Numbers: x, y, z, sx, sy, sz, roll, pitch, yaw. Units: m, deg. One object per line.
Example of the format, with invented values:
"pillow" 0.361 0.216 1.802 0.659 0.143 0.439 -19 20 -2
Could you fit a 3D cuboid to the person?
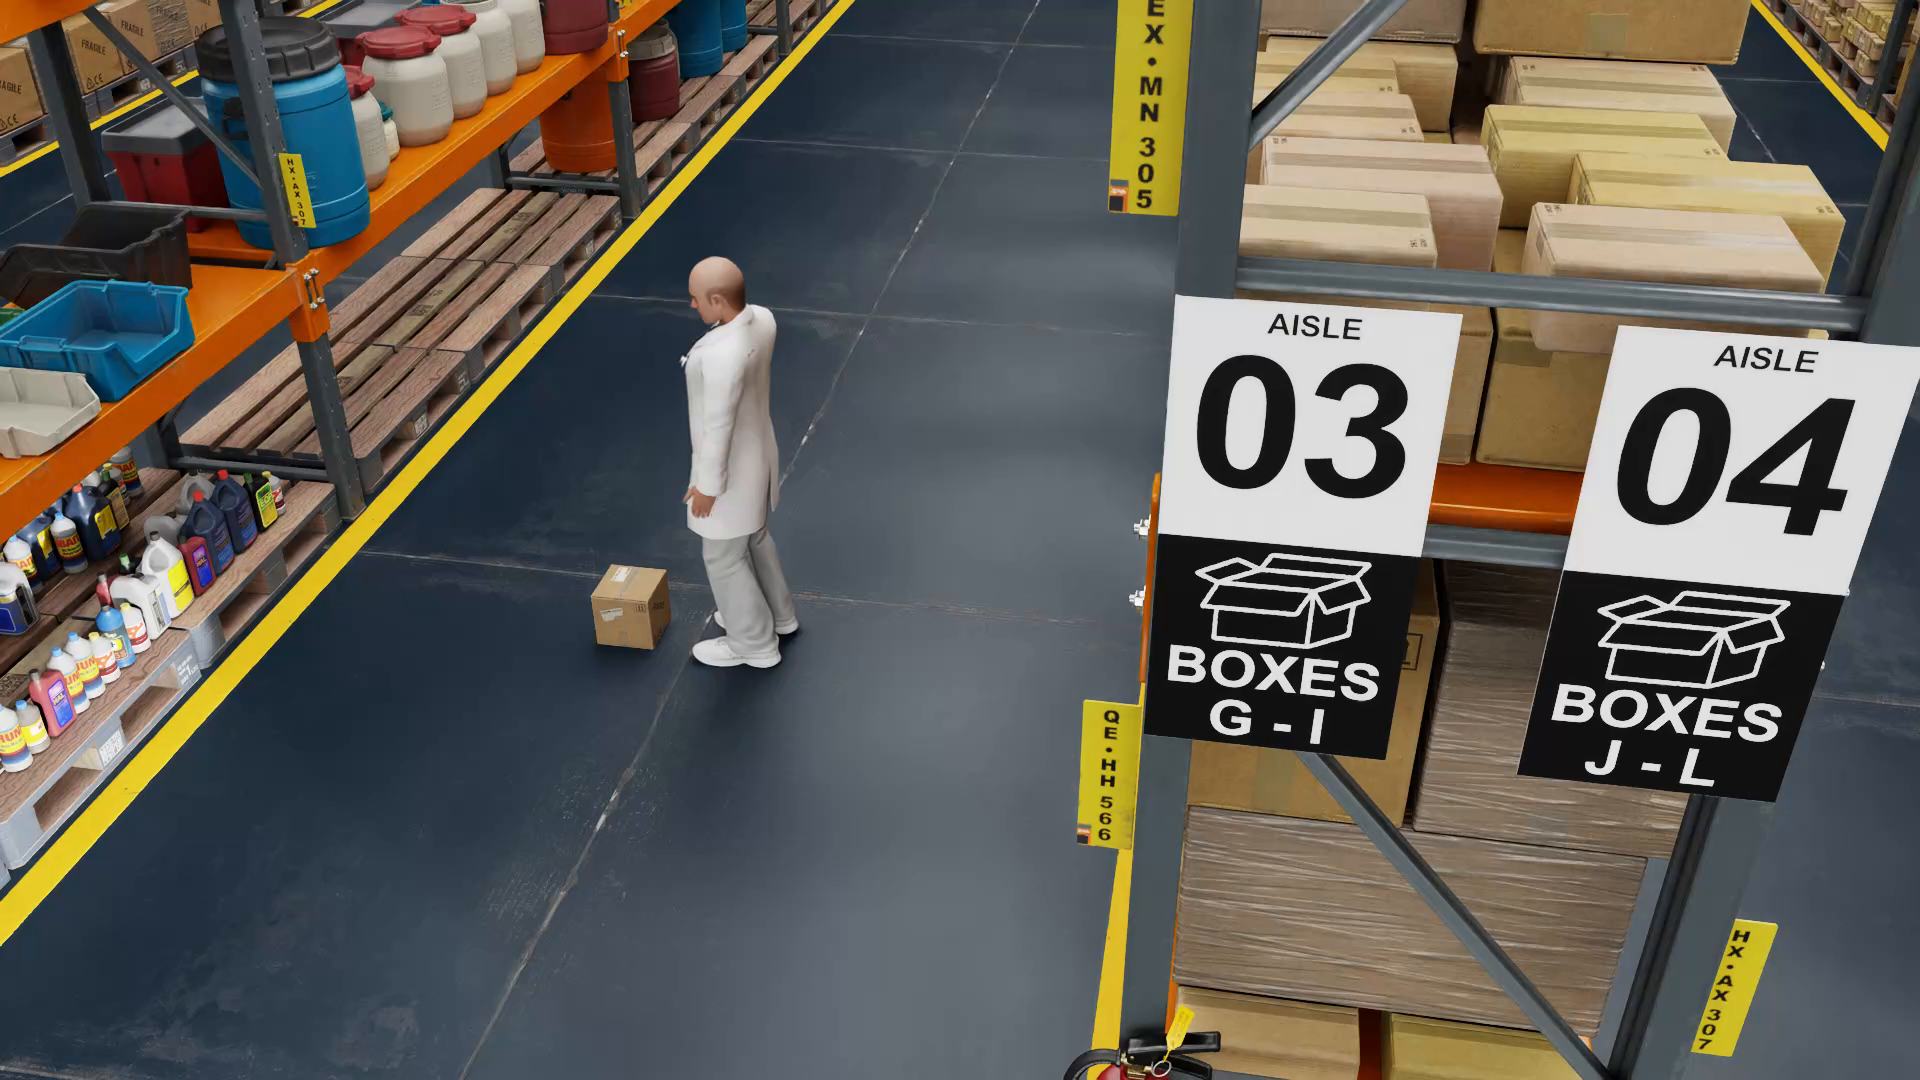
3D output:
"person" -0.920 -0.288 6.634 0.378 1.766 0.567 6 32 9
